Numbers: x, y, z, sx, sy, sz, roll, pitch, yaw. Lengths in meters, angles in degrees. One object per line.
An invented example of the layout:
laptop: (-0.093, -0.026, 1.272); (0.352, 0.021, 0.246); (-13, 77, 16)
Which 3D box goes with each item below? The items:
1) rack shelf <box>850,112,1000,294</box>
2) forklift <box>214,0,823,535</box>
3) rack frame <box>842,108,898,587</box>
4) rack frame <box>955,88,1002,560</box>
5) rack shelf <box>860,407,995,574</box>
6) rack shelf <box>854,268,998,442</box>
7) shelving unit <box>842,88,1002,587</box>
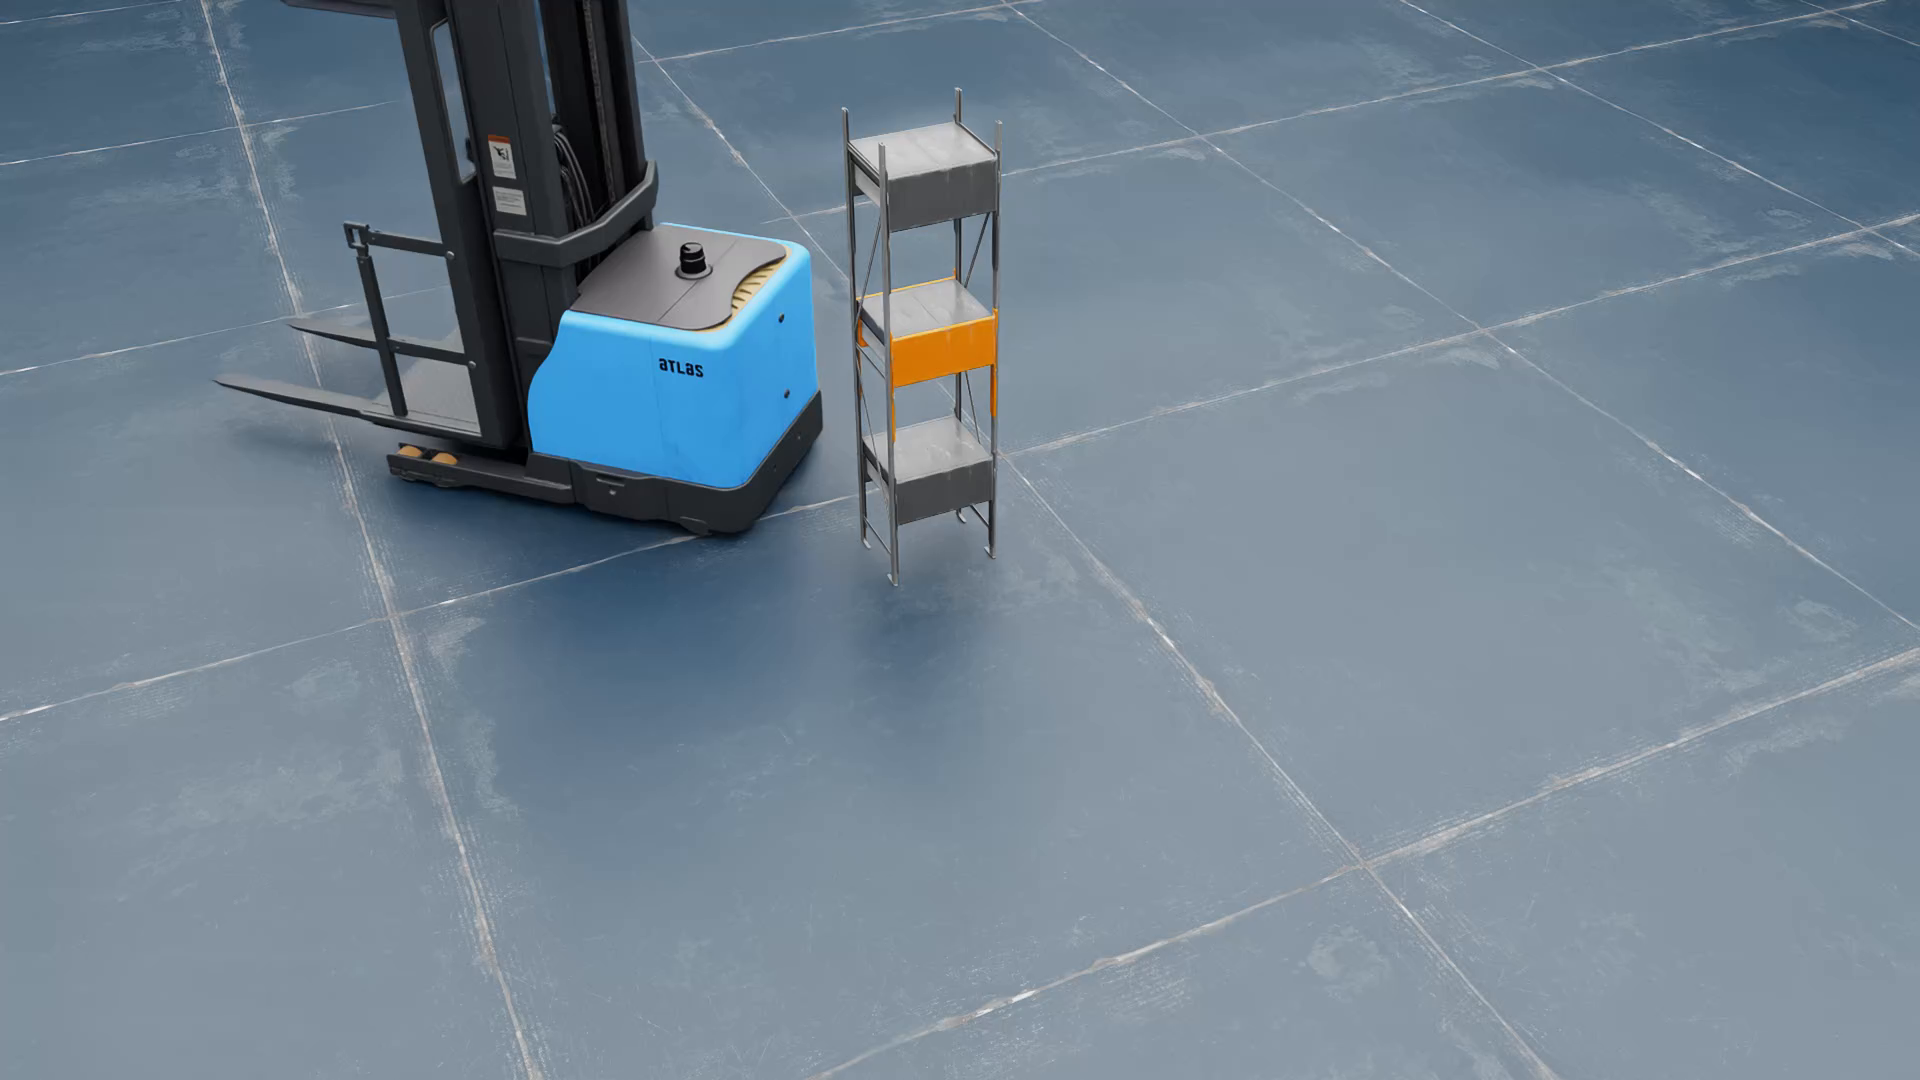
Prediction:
rack shelf: (-0.150, -1.353, 6.659); (0.480, 0.518, 0.431); (-16, 39, -20)
forklift: (-2.265, -1.717, 7.604); (3.031, 2.935, 1.130); (11, 38, 15)
rack frame: (-0.371, -0.740, 6.985); (0.015, 2.100, 0.400); (-16, 39, -20)
rack frame: (0.071, -0.863, 7.151); (0.015, 2.100, 0.400); (-16, 39, -20)
rack shelf: (-0.150, -0.228, 7.493); (0.480, 0.518, 0.431); (-16, 39, -20)
rack shelf: (-0.150, -0.790, 7.076); (0.480, 0.518, 0.431); (-16, 39, -20)
shelving unit: (-0.150, -0.801, 7.068); (0.503, 2.100, 0.431); (-16, 39, -20)
